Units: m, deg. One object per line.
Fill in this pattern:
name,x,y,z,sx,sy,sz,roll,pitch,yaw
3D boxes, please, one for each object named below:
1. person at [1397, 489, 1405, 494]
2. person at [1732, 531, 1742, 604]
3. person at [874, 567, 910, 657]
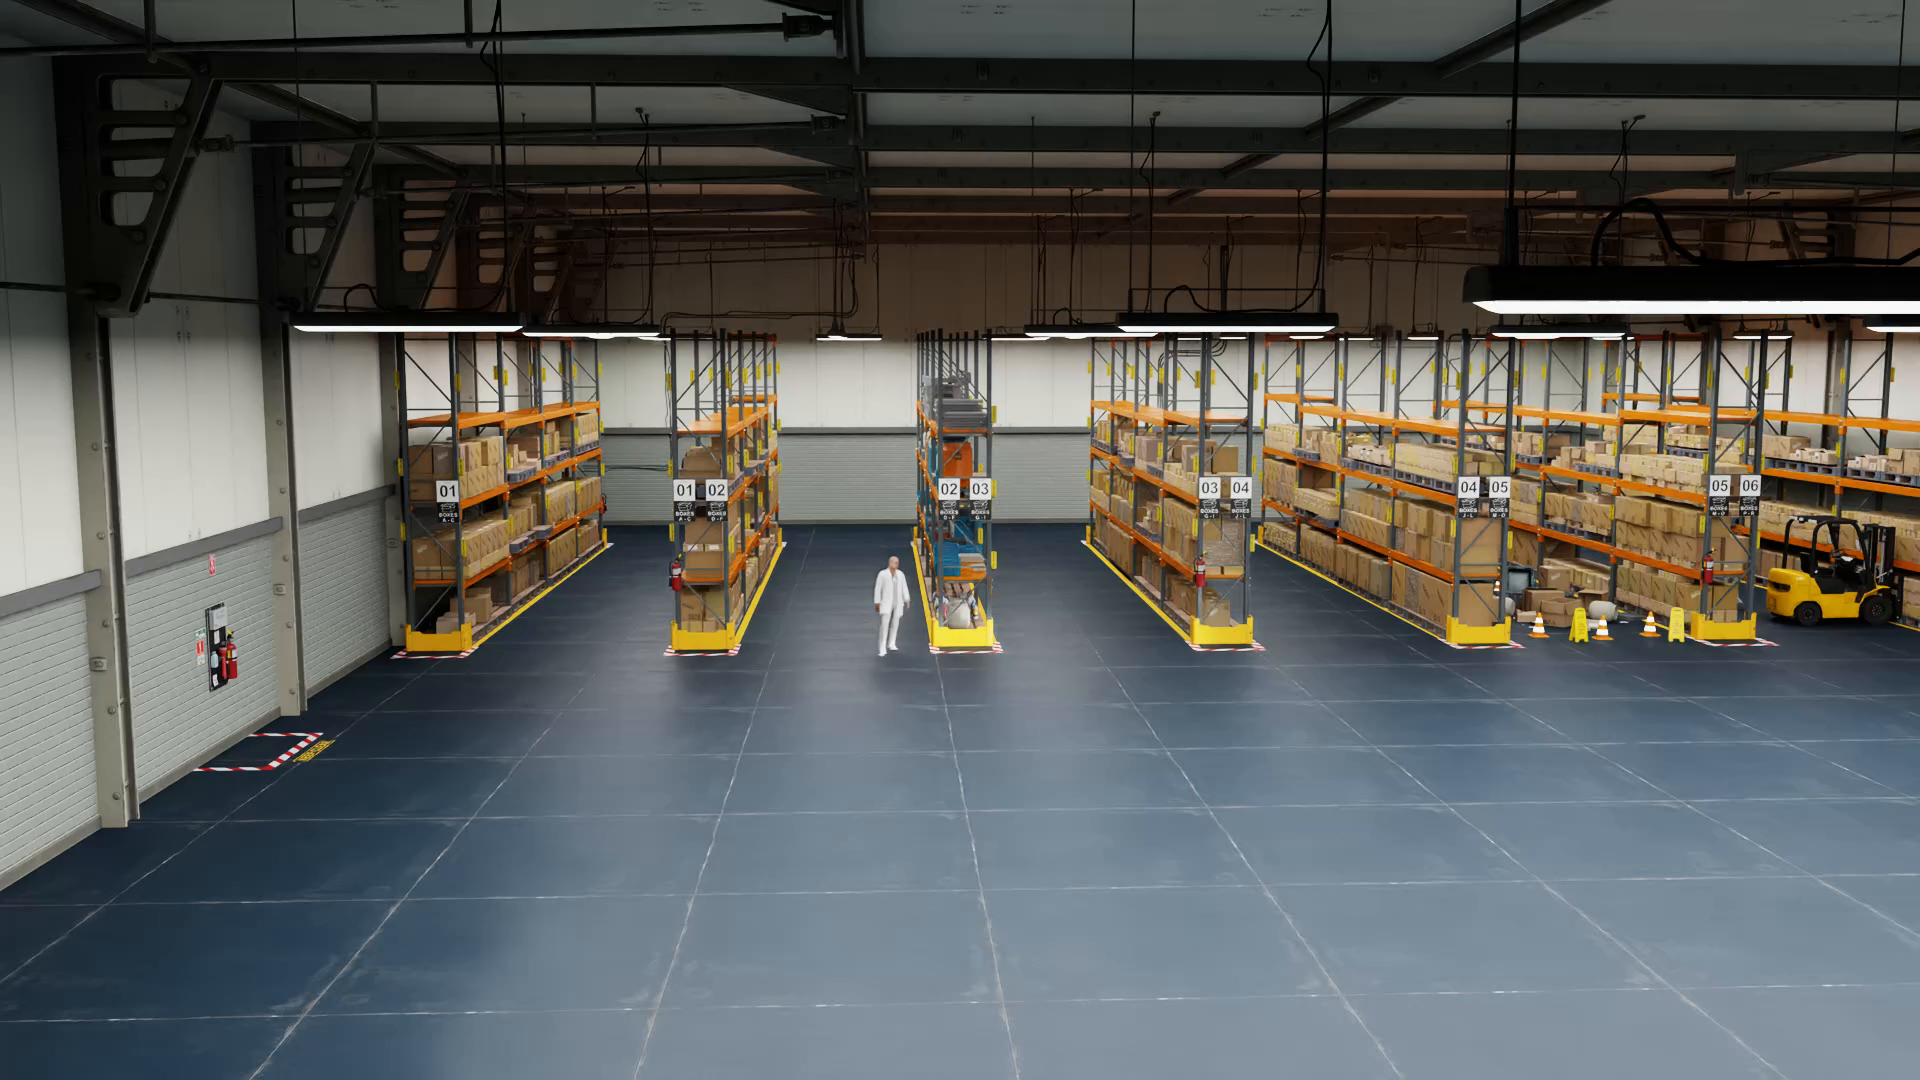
person,13.391,-1.015,50.569,0.719,1.536,0.398,-1,7,-10
person,16.841,0.618,36.359,0.499,1.668,0.502,0,7,1
person,-1.293,1.309,30.946,0.709,1.597,0.688,-4,8,-30
